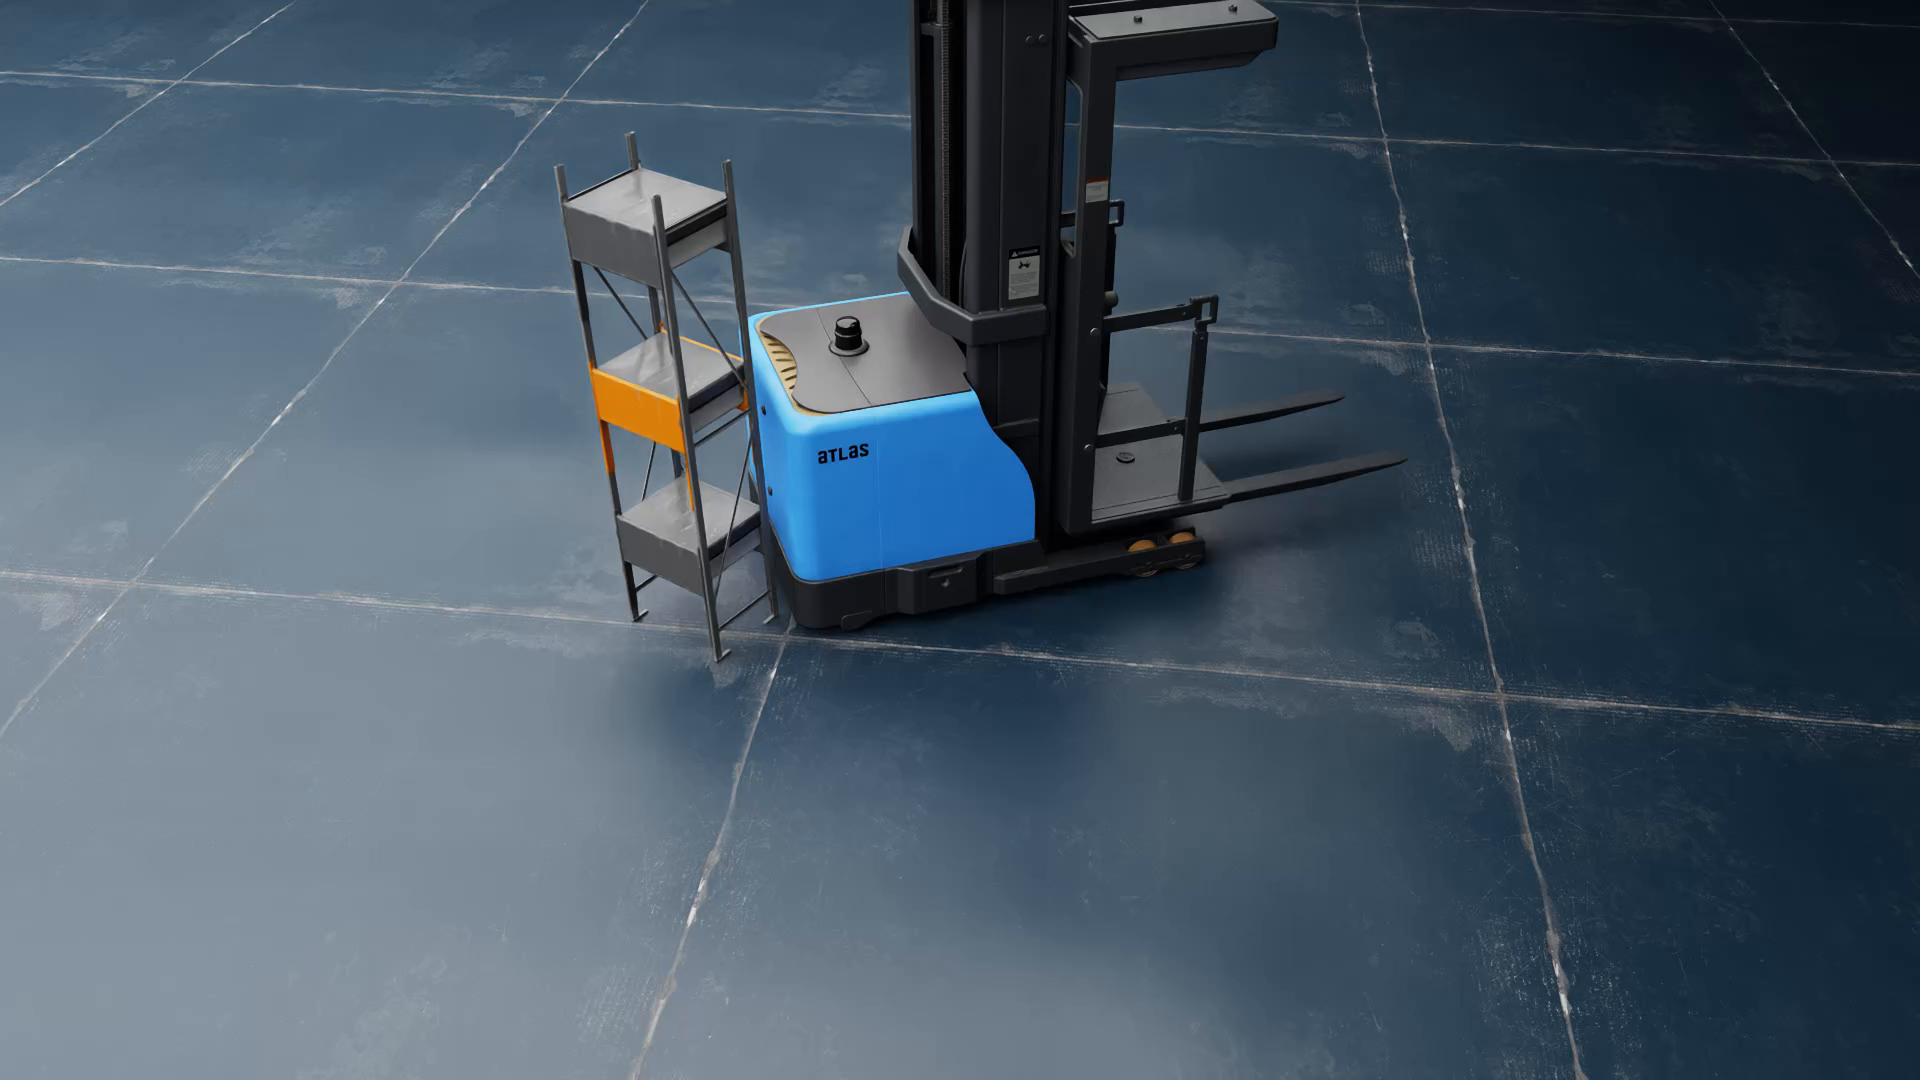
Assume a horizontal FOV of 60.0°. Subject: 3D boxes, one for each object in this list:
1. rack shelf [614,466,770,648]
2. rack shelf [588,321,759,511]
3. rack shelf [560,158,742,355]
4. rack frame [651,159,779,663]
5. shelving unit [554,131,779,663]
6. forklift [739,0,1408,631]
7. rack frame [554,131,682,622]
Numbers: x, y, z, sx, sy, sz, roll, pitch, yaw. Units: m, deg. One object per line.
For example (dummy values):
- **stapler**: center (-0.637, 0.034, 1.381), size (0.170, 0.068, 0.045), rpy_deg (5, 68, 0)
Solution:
- **rack shelf**: center (-1.118, 0.066, 7.066), size (0.480, 0.518, 0.431), rpy_deg (22, 42, 29)
- **rack shelf**: center (-1.132, -0.503, 6.659), size (0.480, 0.518, 0.431), rpy_deg (22, 42, 29)
- **rack shelf**: center (-1.146, -1.072, 6.252), size (0.480, 0.518, 0.431), rpy_deg (22, 42, 29)
- **rack frame**: center (-0.935, -0.434, 6.533), size (0.015, 2.100, 0.400), rpy_deg (22, 42, 29)
- **shelving unit**: center (-1.133, -0.514, 6.651), size (0.503, 2.100, 0.431), rpy_deg (22, 42, 29)
- **forklift**: center (0.593, -1.307, 7.058), size (3.031, 2.935, 1.130), rpy_deg (-11, 37, -15)
- **rack frame**: center (-1.331, -0.594, 6.769), size (0.015, 2.100, 0.400), rpy_deg (22, 42, 29)
